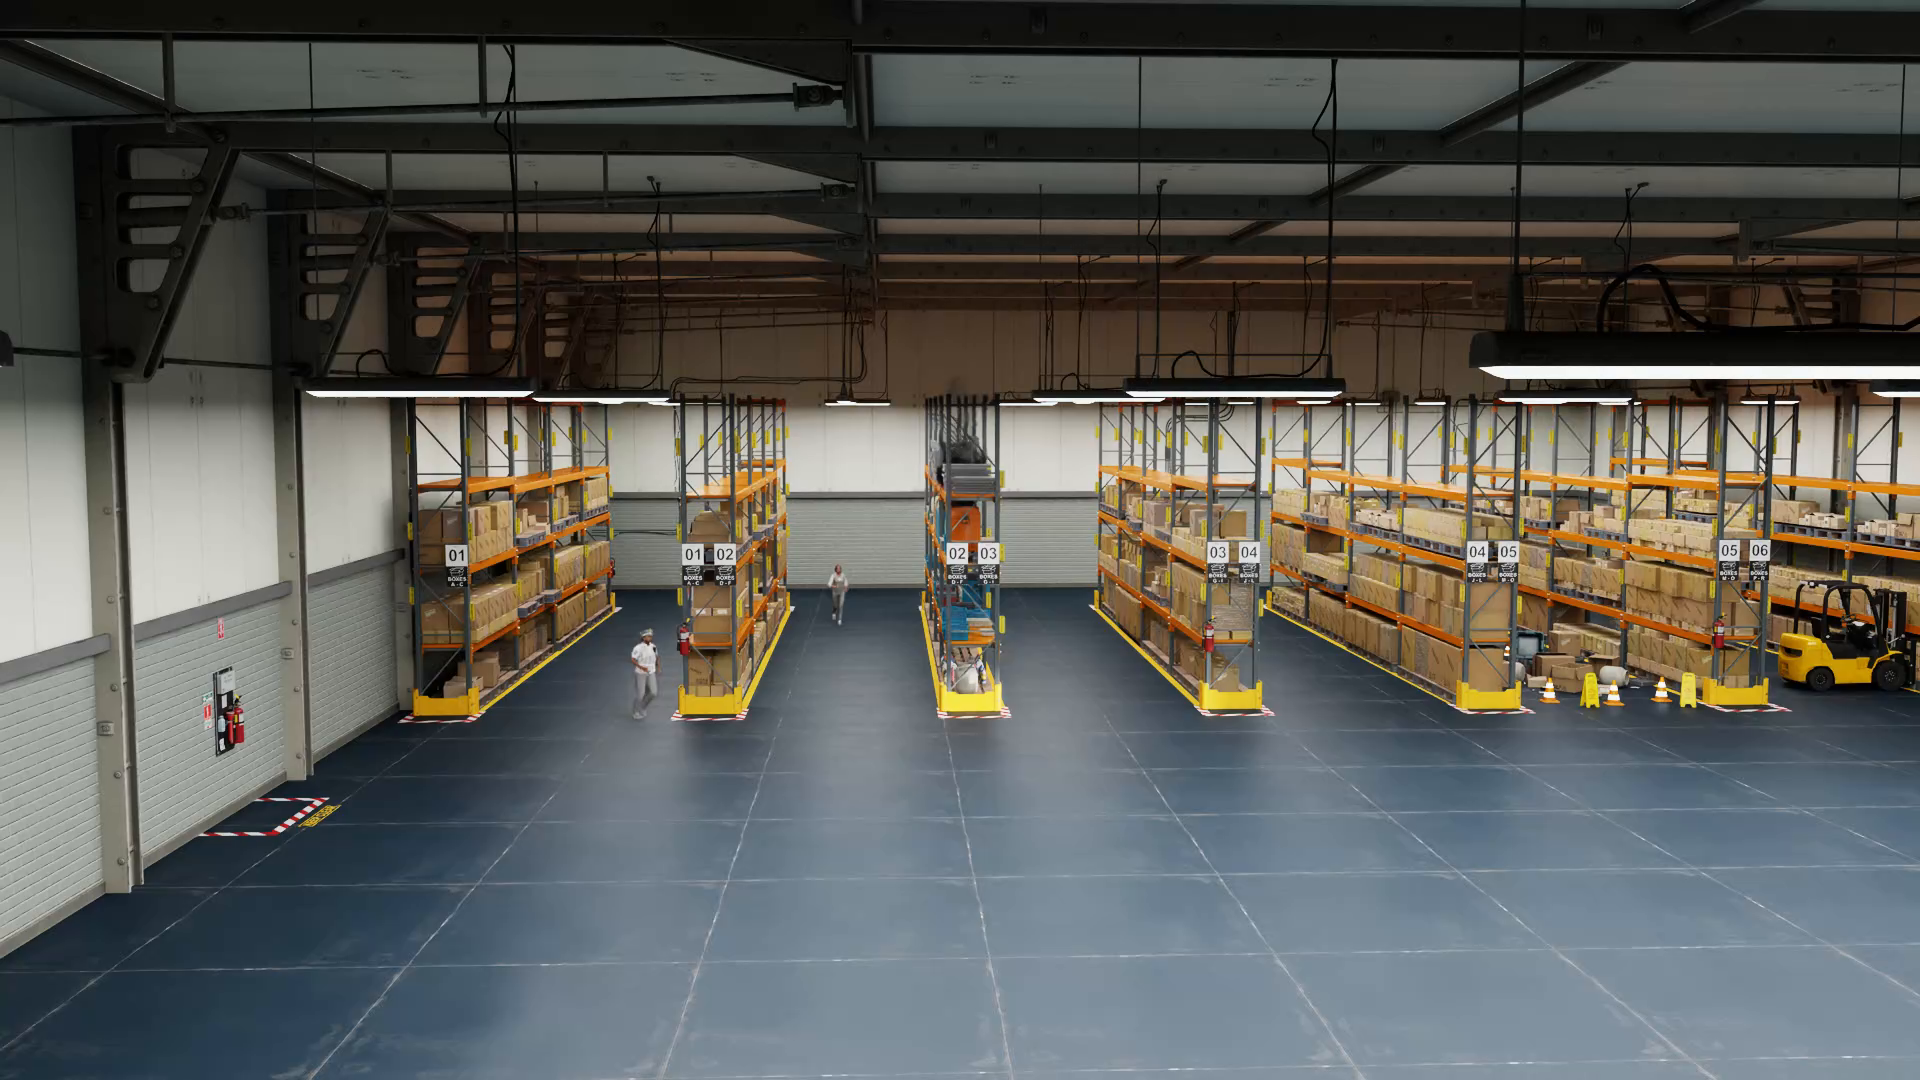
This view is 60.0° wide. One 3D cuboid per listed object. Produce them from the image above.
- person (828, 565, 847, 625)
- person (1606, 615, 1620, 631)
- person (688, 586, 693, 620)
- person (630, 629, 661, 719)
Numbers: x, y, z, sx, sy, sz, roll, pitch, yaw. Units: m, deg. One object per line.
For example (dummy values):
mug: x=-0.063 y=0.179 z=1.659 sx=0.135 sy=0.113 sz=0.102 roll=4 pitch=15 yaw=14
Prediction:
person: x=-3.237 y=1.439 z=44.132 sx=0.540 sy=1.574 sz=0.794 roll=-1 pitch=5 yaw=-14
person: x=16.512 y=1.577 z=42.053 sx=0.618 sy=1.694 sz=0.786 roll=-1 pitch=5 yaw=-7
person: x=-6.565 y=1.535 z=41.716 sx=0.654 sy=1.739 sz=0.739 roll=-1 pitch=5 yaw=-9
person: x=-5.775 y=2.469 z=30.741 sx=0.645 sy=1.653 sz=0.553 roll=-4 pitch=6 yaw=-40
